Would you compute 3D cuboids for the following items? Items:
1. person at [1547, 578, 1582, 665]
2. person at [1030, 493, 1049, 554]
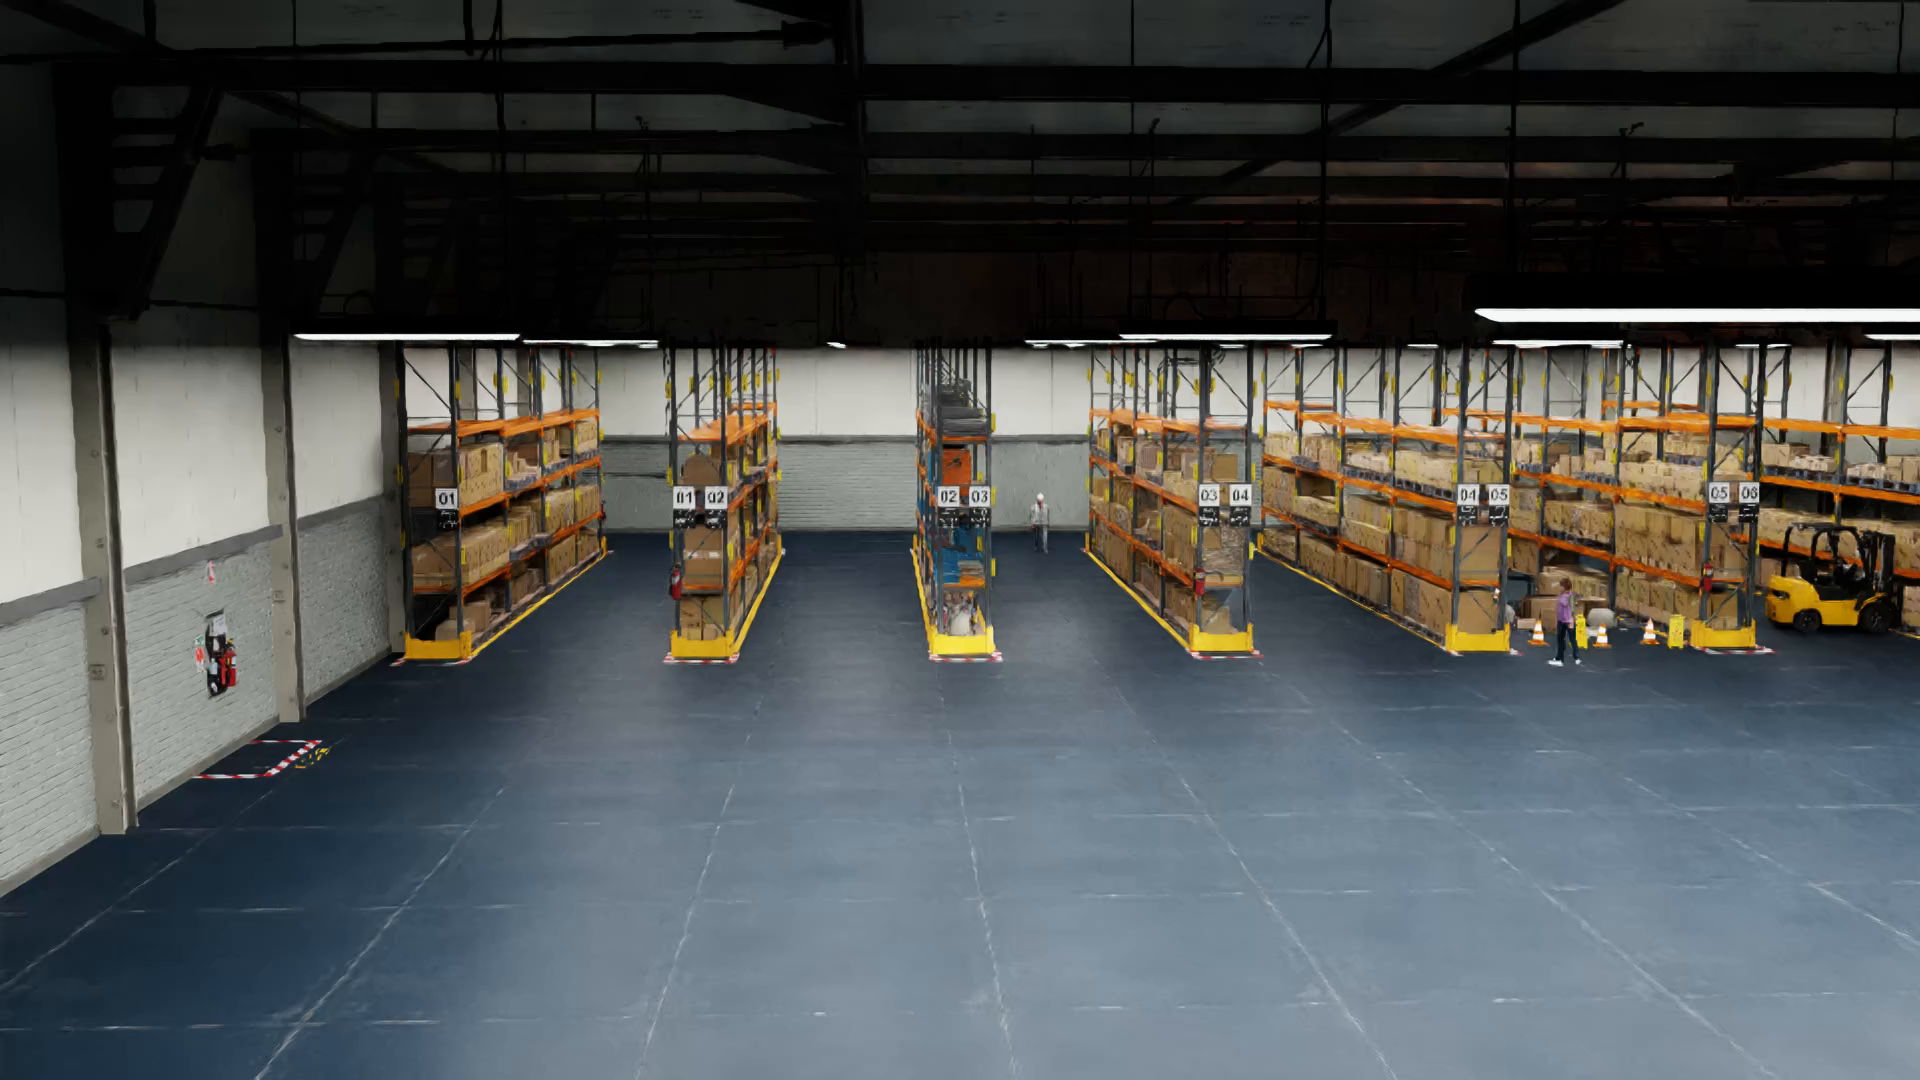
[{"bbox_3d":[11.090,1.494,30.351,0.501,1.595,0.539,-2,7,-19],"label":"person"},{"bbox_3d":[2.263,-0.486,47.159,0.543,1.700,1.115,0,6,-1],"label":"person"}]
